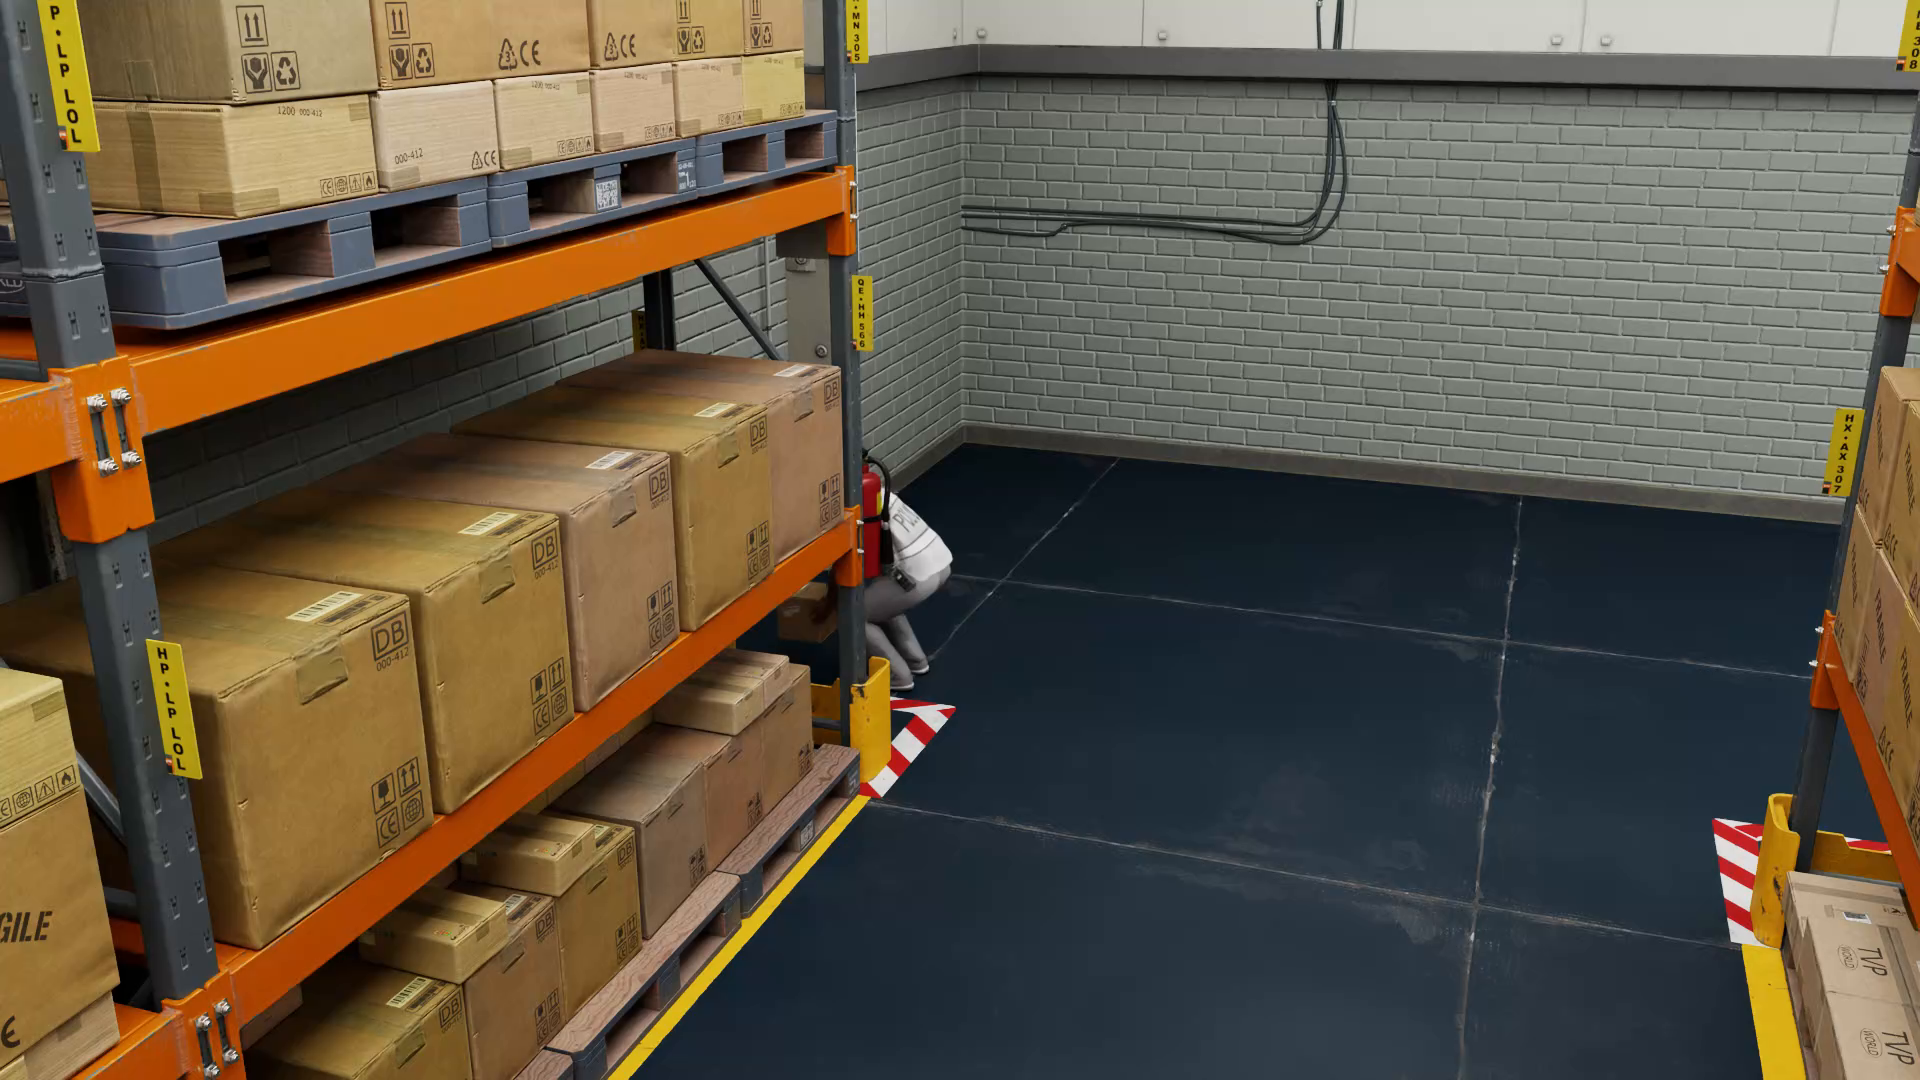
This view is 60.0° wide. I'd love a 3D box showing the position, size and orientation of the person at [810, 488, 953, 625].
[{"bbox_3d":[-0.425,0.056,8.687,0.742,0.846,0.490,6,20,18],"label":"person"}]
